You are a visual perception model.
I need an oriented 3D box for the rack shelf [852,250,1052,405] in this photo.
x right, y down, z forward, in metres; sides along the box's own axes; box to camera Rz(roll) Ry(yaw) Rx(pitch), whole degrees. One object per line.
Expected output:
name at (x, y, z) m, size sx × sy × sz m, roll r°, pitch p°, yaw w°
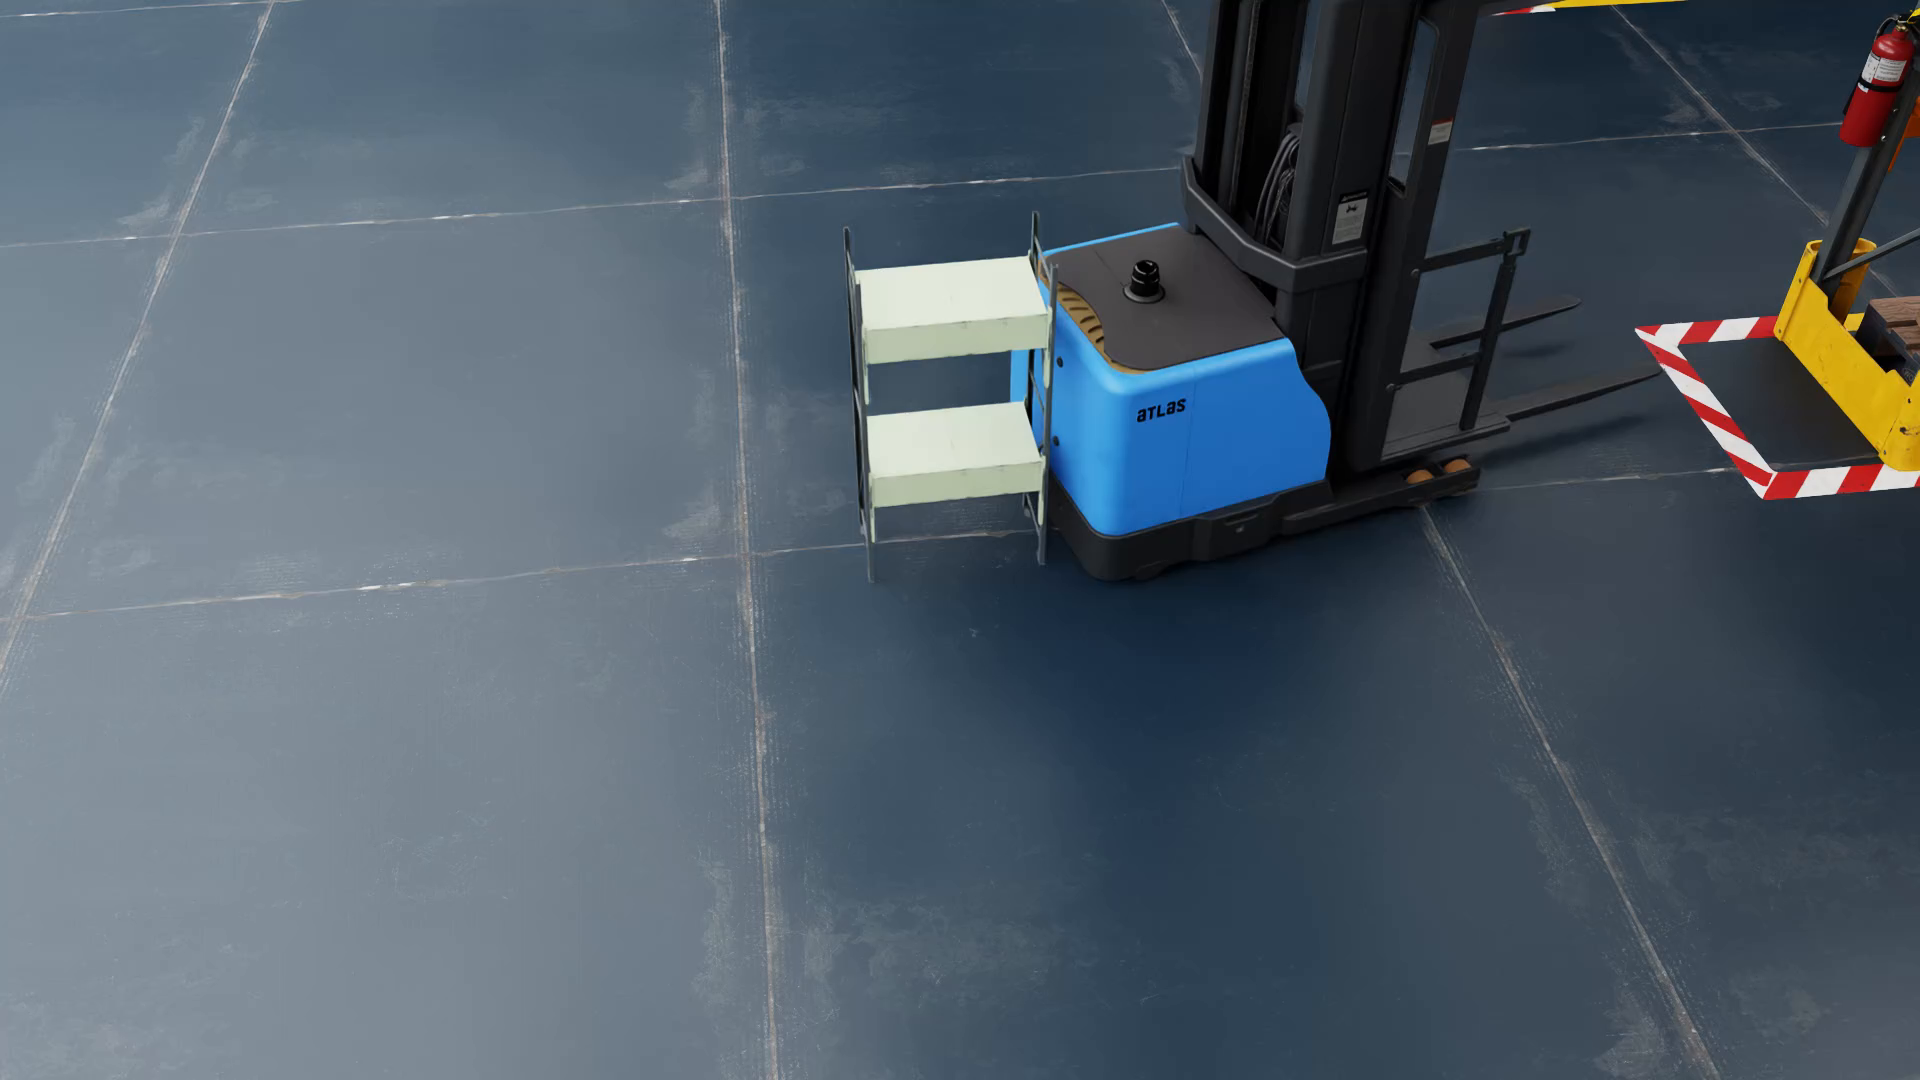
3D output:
rack shelf at (-0.041, -0.831, 6.469) m, size 0.720 × 0.370 × 0.431 m, roll -6°, pitch 42°, yaw -7°

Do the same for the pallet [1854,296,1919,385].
pallet at (5.164, -0.836, 8.019) m, size 1.213 × 0.211 × 1.003 m, roll -5°, pitch 42°, yaw -6°

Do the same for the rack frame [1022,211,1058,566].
rack frame at (0.321, -0.579, 6.773) m, size 0.023 × 1.500 × 0.400 m, roll -6°, pitch 42°, yaw -7°

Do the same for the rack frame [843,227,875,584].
rack frame at (-0.402, -0.503, 6.688) m, size 0.023 × 1.500 × 0.400 m, roll -6°, pitch 42°, yaw -7°

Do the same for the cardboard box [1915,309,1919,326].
cardboard box at (4.900, -1.088, 7.770) m, size 0.500 × 0.500 × 0.500 m, roll 2°, pitch 42°, yaw 2°

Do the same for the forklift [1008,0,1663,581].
forklift at (1.777, -1.548, 6.778) m, size 3.031 × 2.935 × 1.130 m, roll -15°, pitch 44°, yaw -16°

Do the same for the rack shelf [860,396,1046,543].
rack shelf at (-0.041, -0.299, 6.949) m, size 0.720 × 0.370 × 0.431 m, roll -6°, pitch 42°, yaw -7°

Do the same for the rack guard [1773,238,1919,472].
rack guard at (4.354, -0.896, 7.870) m, size 0.348 × 0.500 × 1.175 m, roll -5°, pitch 42°, yaw -6°

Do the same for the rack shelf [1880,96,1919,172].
rack shelf at (6.262, -1.724, 7.459) m, size 4.000 × 0.370 × 1.077 m, roll -5°, pitch 42°, yaw -6°

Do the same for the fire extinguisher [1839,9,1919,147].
fire extinguisher at (4.106, -2.085, 7.380) m, size 0.183 × 0.674 × 0.296 m, roll -5°, pitch 42°, yaw -6°

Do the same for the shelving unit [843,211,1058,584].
shelving unit at (-0.041, -0.541, 6.730) m, size 0.755 × 1.500 × 0.431 m, roll -6°, pitch 42°, yaw -7°

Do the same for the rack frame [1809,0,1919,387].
rack frame at (4.279, -1.817, 7.025) m, size 0.127 × 3.000 × 1.000 m, roll -5°, pitch 42°, yaw -6°
